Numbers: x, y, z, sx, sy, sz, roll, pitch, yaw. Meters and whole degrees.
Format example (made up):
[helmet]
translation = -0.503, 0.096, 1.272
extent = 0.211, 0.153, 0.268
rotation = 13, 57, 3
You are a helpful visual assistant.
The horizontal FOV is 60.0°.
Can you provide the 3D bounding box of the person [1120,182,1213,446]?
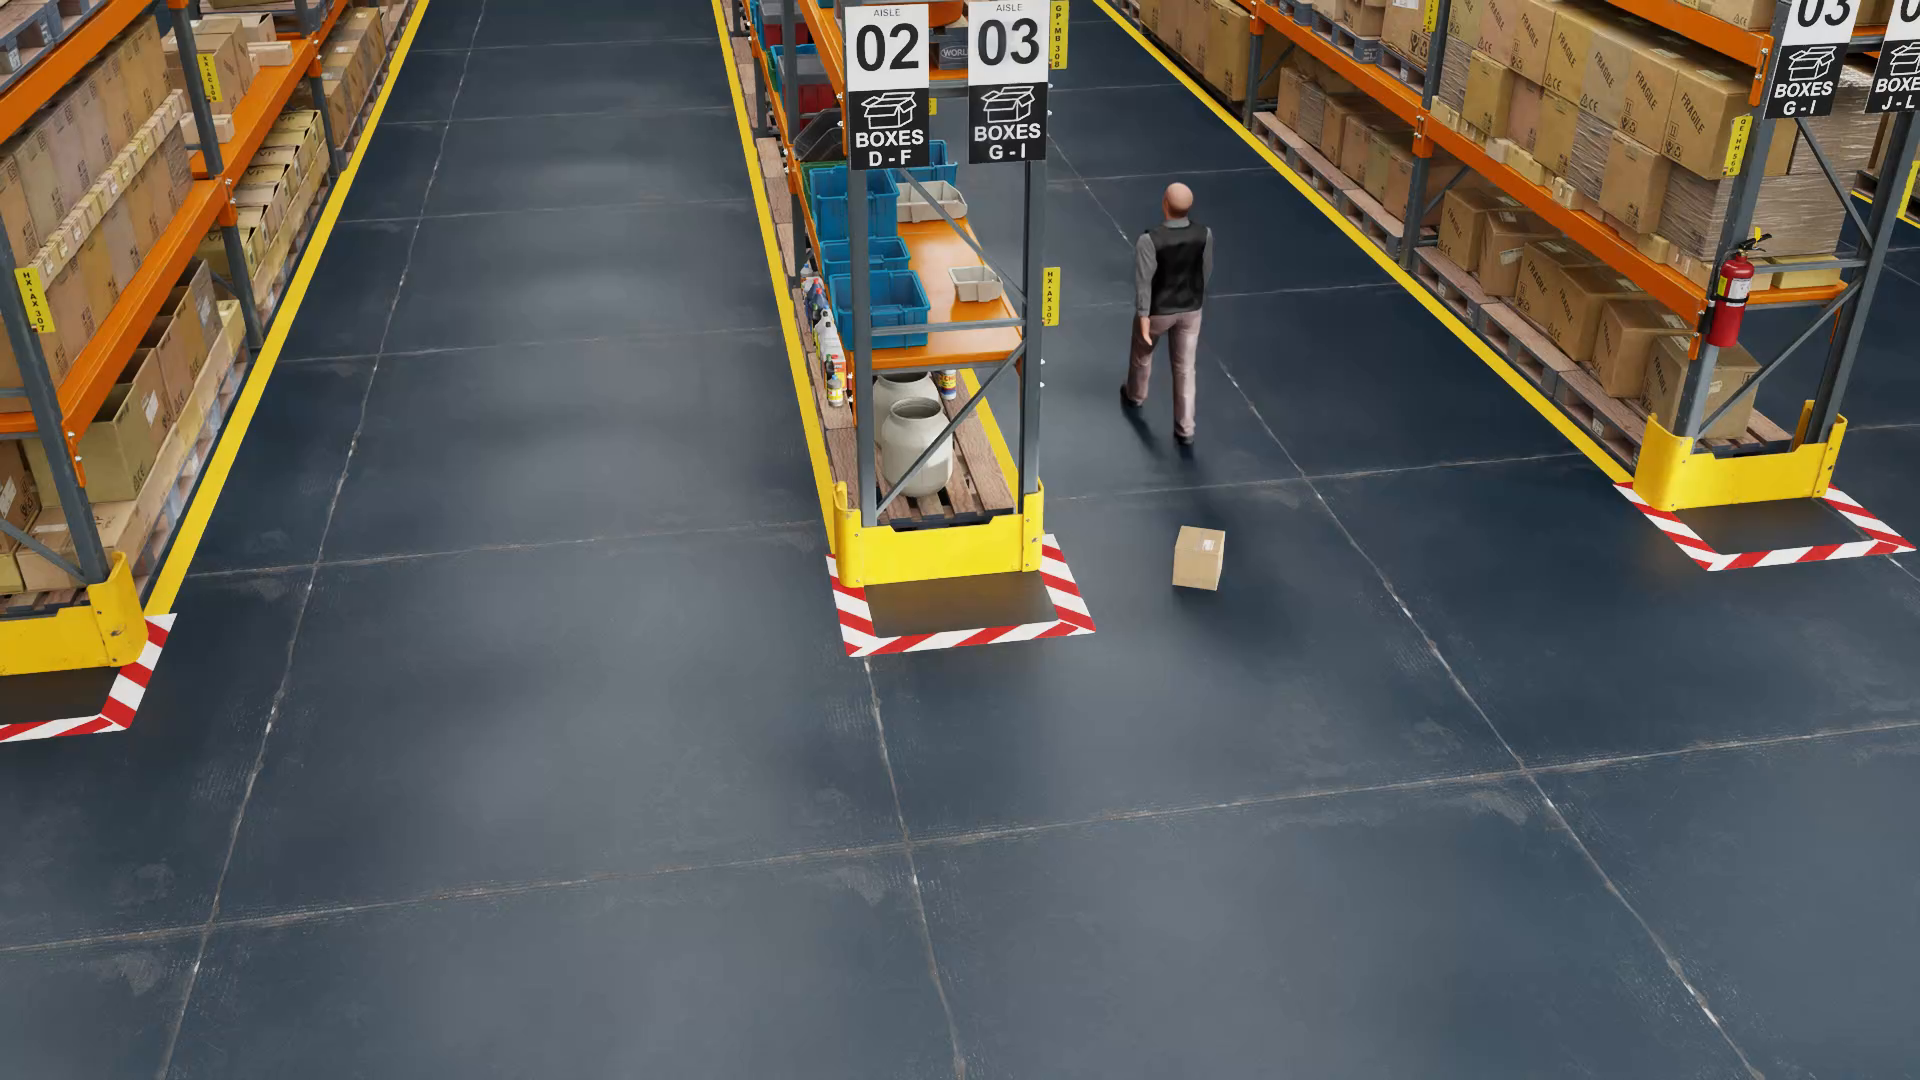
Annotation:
[person]
translation = 1.342, -1.520, 10.742
extent = 0.546, 1.673, 1.014
rotation = -4, 31, -7
